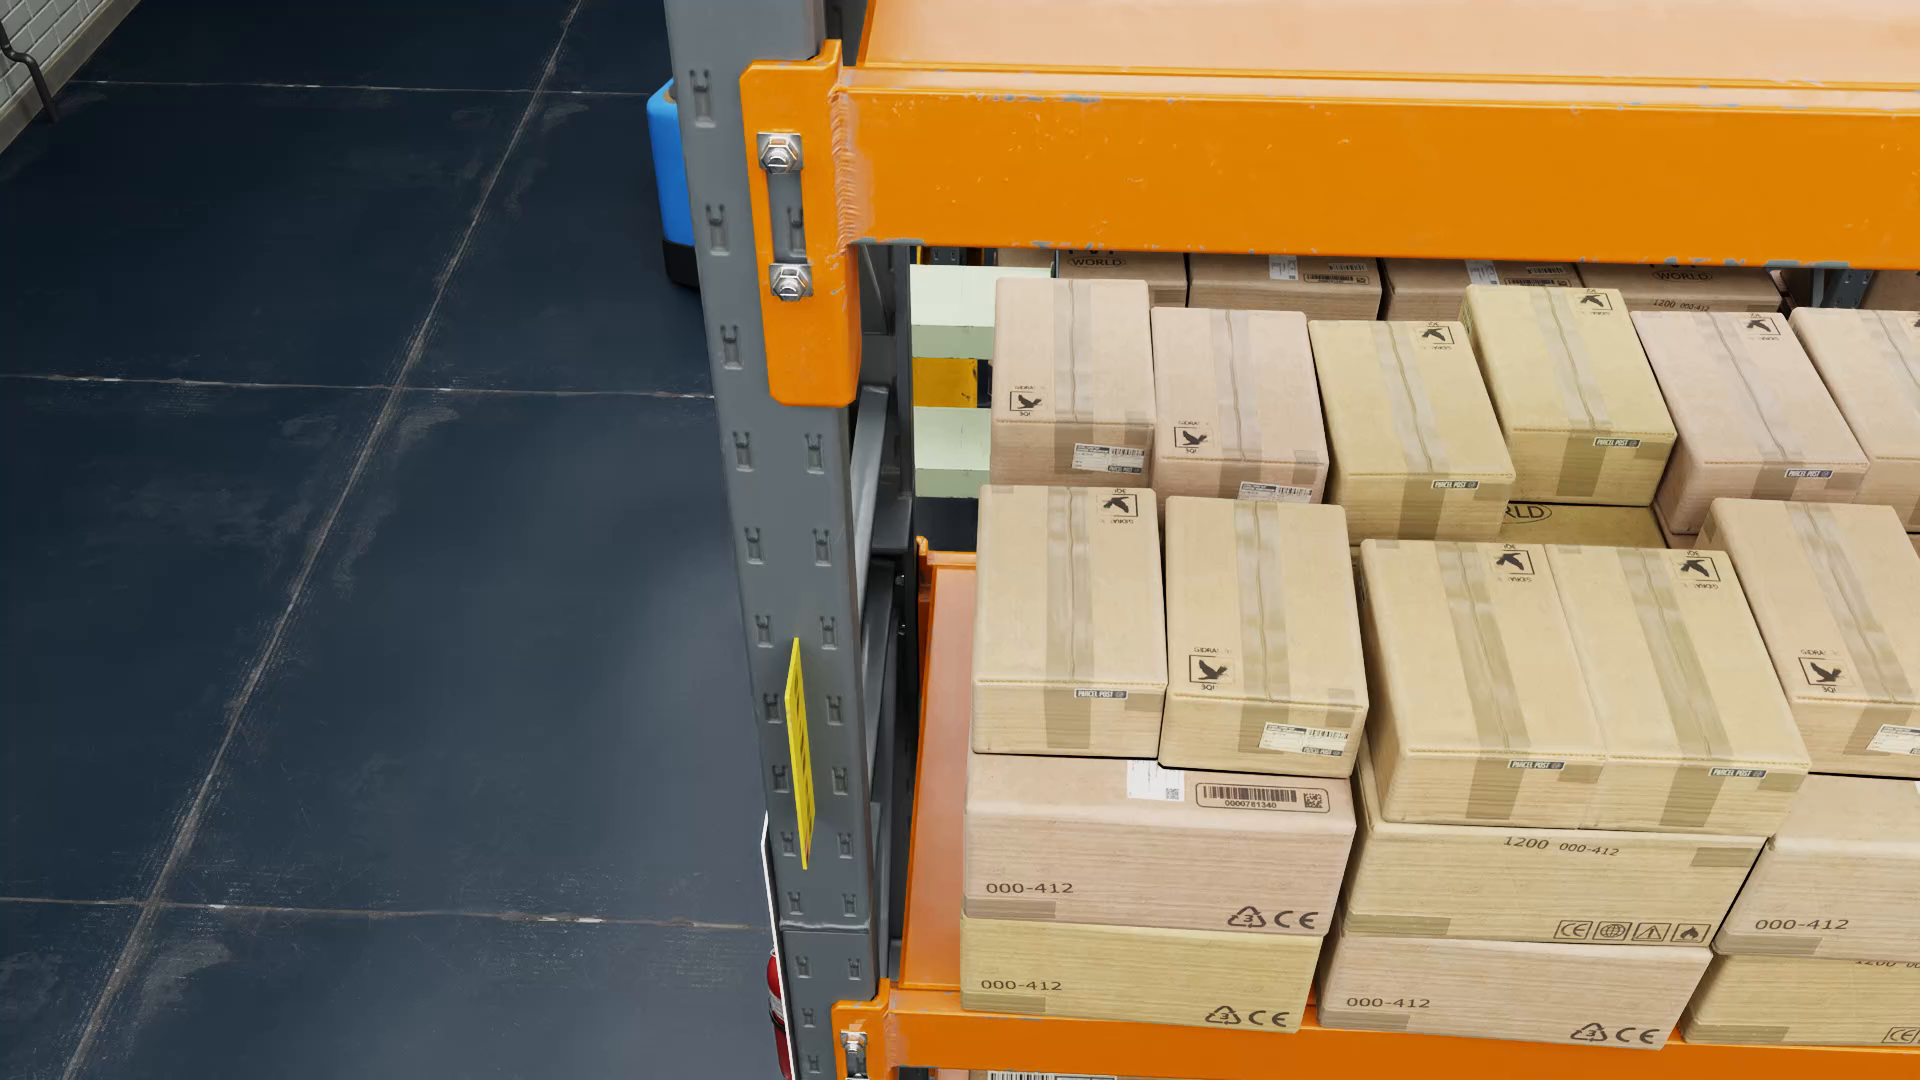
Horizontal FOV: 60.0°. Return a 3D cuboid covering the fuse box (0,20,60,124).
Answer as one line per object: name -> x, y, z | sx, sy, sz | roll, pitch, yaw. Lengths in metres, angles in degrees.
fuse box -> -5.439, -3.176, 9.489 | 0.414, 1.711, 0.539 | 2, 43, 2

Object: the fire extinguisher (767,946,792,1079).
fire extinguisher -> -0.399, 1.152, 4.228 | 0.183, 0.674, 0.296 | 2, 43, 2

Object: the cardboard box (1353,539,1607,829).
cardboard box -> 0.667, 0.181, 2.190 | 0.250, 0.149, 0.380 | 2, 43, 2

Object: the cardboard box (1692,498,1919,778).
cardboard box -> 1.172, 0.125, 2.250 | 0.250, 0.149, 0.380 | 3, 43, 3

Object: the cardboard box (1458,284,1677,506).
cardboard box -> 0.945, -0.236, 2.638 | 0.250, 0.149, 0.380 | 2, 43, 3

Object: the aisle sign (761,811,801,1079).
aisle sign -> -0.254, 0.560, 2.626 | 0.004, 0.787, 0.394 | 2, 43, 2

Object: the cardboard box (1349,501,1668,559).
cardboard box -> 0.815, -0.060, 2.742 | 0.500, 0.250, 0.500 | 1, 43, 1

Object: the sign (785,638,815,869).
sign -> -0.192, 0.262, 2.012 | 0.005, 0.325, 0.100 | 2, 43, 2

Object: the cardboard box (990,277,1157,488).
cardboard box -> 0.178, -0.252, 2.655 | 0.250, 0.149, 0.380 | 1, 43, 2

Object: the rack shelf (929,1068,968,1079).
rack shelf -> 1.830, 1.634, 3.908 | 4.000, 0.370, 1.077 | 2, 43, 2

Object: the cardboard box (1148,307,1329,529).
cardboard box -> 0.420, -0.192, 2.591 | 0.250, 0.149, 0.380 | 2, 43, 3

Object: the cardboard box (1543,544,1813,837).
cardboard box -> 0.910, 0.189, 2.182 | 0.250, 0.149, 0.380 | 2, 43, 2

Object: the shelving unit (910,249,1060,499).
shelving unit -> 0.007, -0.549, 6.824 | 0.755, 1.500, 0.431 | 2, 43, 2

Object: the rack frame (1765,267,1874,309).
rack frame -> 3.950, -1.941, 7.219 | 0.127, 3.000, 1.000 | 2, 43, 2

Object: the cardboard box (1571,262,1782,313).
cardboard box -> 3.328, -1.250, 8.048 | 0.875, 0.438, 0.875 | 1, 43, 1

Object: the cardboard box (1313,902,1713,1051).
cardboard box -> 0.795, 0.474, 2.535 | 0.500, 0.250, 0.500 | 3, 43, 3

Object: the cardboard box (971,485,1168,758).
cardboard box -> 0.146, 0.103, 2.274 | 0.250, 0.149, 0.380 | 1, 43, 2

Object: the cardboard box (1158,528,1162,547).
cardboard box -> 0.304, -0.075, 2.758 | 0.500, 0.250, 0.500 | 1, 43, 1

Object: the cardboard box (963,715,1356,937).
cardboard box -> 0.269, 0.275, 2.382 | 0.500, 0.250, 0.500 | 2, 43, 3

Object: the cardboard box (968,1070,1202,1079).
cardboard box -> 0.269, 0.993, 3.044 | 0.500, 0.500, 0.500 | 2, 43, 2

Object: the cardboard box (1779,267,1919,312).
cardboard box -> 4.573, -1.353, 7.838 | 0.875, 0.875, 0.875 | 3, 43, 3

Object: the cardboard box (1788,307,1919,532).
cardboard box -> 1.456, -0.191, 2.590 | 0.250, 0.149, 0.380 | 3, 43, 3

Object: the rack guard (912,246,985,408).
rack guard -> -0.070, -1.150, 8.203 | 0.348, 0.500, 1.175 | 2, 43, 2

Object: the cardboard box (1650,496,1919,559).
cardboard box -> 1.326, -0.043, 2.723 | 0.500, 0.250, 0.500 | 2, 43, 3

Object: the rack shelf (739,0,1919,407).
rack shelf -> 1.830, -0.560, 1.864 | 4.000, 0.370, 1.077 | 2, 43, 2

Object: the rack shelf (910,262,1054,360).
rack shelf -> 0.007, -0.834, 6.558 | 0.720, 0.370, 0.431 | 2, 43, 2

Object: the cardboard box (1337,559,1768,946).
cardboard box -> 0.781, 0.290, 2.366 | 0.500, 0.250, 0.500 | 1, 43, 1

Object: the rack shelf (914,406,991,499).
rack shelf -> 0.007, -0.310, 7.046 | 0.720, 0.370, 0.431 | 2, 43, 2

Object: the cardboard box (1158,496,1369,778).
cardboard box -> 0.399, 0.123, 2.253 | 0.250, 0.149, 0.380 | 3, 43, 4

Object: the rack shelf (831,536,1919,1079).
rack shelf -> 1.830, 0.537, 2.886 | 4.000, 0.370, 1.077 | 2, 43, 2

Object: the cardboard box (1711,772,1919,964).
cardboard box -> 1.285, 0.313, 2.341 | 0.500, 0.250, 0.500 | 2, 43, 2

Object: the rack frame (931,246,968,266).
rack frame -> -0.046, -2.064, 7.350 | 0.127, 3.000, 1.000 | 2, 43, 2

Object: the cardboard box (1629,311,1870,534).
cardboard box -> 1.195, -0.187, 2.585 | 0.250, 0.149, 0.380 | 1, 43, 1

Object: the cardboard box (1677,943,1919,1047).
cardboard box -> 1.310, 0.481, 2.528 | 0.500, 0.250, 0.500 | 0, 43, 1

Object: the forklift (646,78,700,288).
forklift -> -0.518, -3.213, 8.634 | 1.130, 2.935, 3.031 | 15, 45, 16

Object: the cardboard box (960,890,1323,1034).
cardboard box -> 0.269, 0.455, 2.556 | 0.500, 0.250, 0.500 | 3, 43, 3

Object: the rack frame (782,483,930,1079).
rack frame -> -0.168, 1.310, 3.729 | 0.127, 3.000, 1.000 | 2, 43, 2

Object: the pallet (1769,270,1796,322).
pallet -> 4.724, -0.949, 8.199 | 1.213, 0.211, 1.003 | 2, 43, 2

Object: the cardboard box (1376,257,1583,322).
cardboard box -> 2.433, -1.277, 8.077 | 0.875, 0.438, 0.875 | 1, 43, 1

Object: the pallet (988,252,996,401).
pallet -> 0.757, -1.072, 8.332 | 1.213, 0.211, 1.003 | 2, 43, 2

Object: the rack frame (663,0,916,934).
rack frame -> -0.168, -0.885, 1.684 | 0.127, 3.000, 1.000 | 2, 43, 2

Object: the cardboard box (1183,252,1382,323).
cardboard box -> 1.533, -1.306, 8.108 | 0.875, 0.438, 0.875 | 3, 43, 3

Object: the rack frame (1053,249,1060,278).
rack frame -> 0.372, -0.537, 6.812 | 0.023, 1.500, 0.400 | 2, 43, 2

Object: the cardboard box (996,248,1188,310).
cardboard box -> 0.618, -1.328, 8.132 | 0.875, 0.438, 0.875 | 0, 43, 0

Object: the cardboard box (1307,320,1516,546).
cardboard box -> 0.676, -0.170, 2.567 | 0.250, 0.149, 0.380 | 1, 43, 1
